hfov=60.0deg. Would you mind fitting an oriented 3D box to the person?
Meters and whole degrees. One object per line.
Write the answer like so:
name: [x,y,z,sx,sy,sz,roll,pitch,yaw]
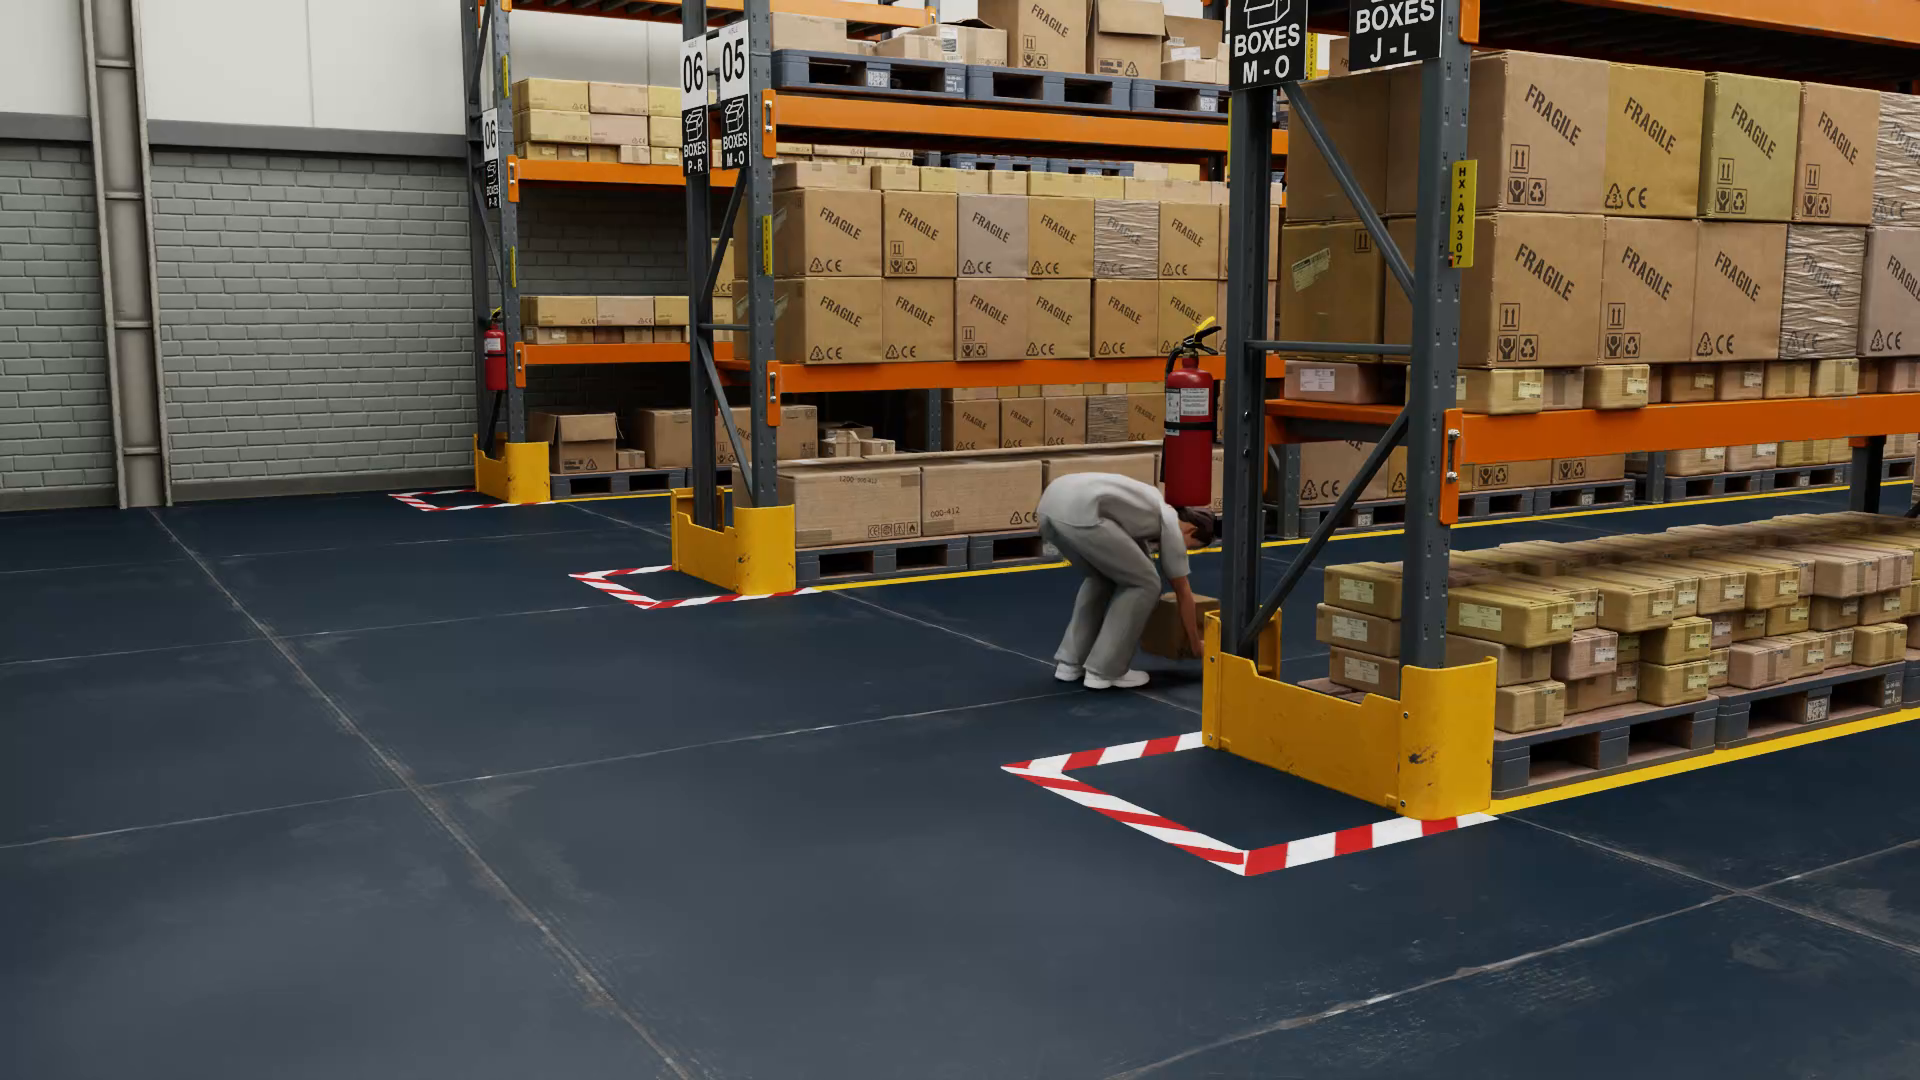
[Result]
person: [0.746,0.157,7.322,0.853,0.937,0.457,-4,9,-25]
